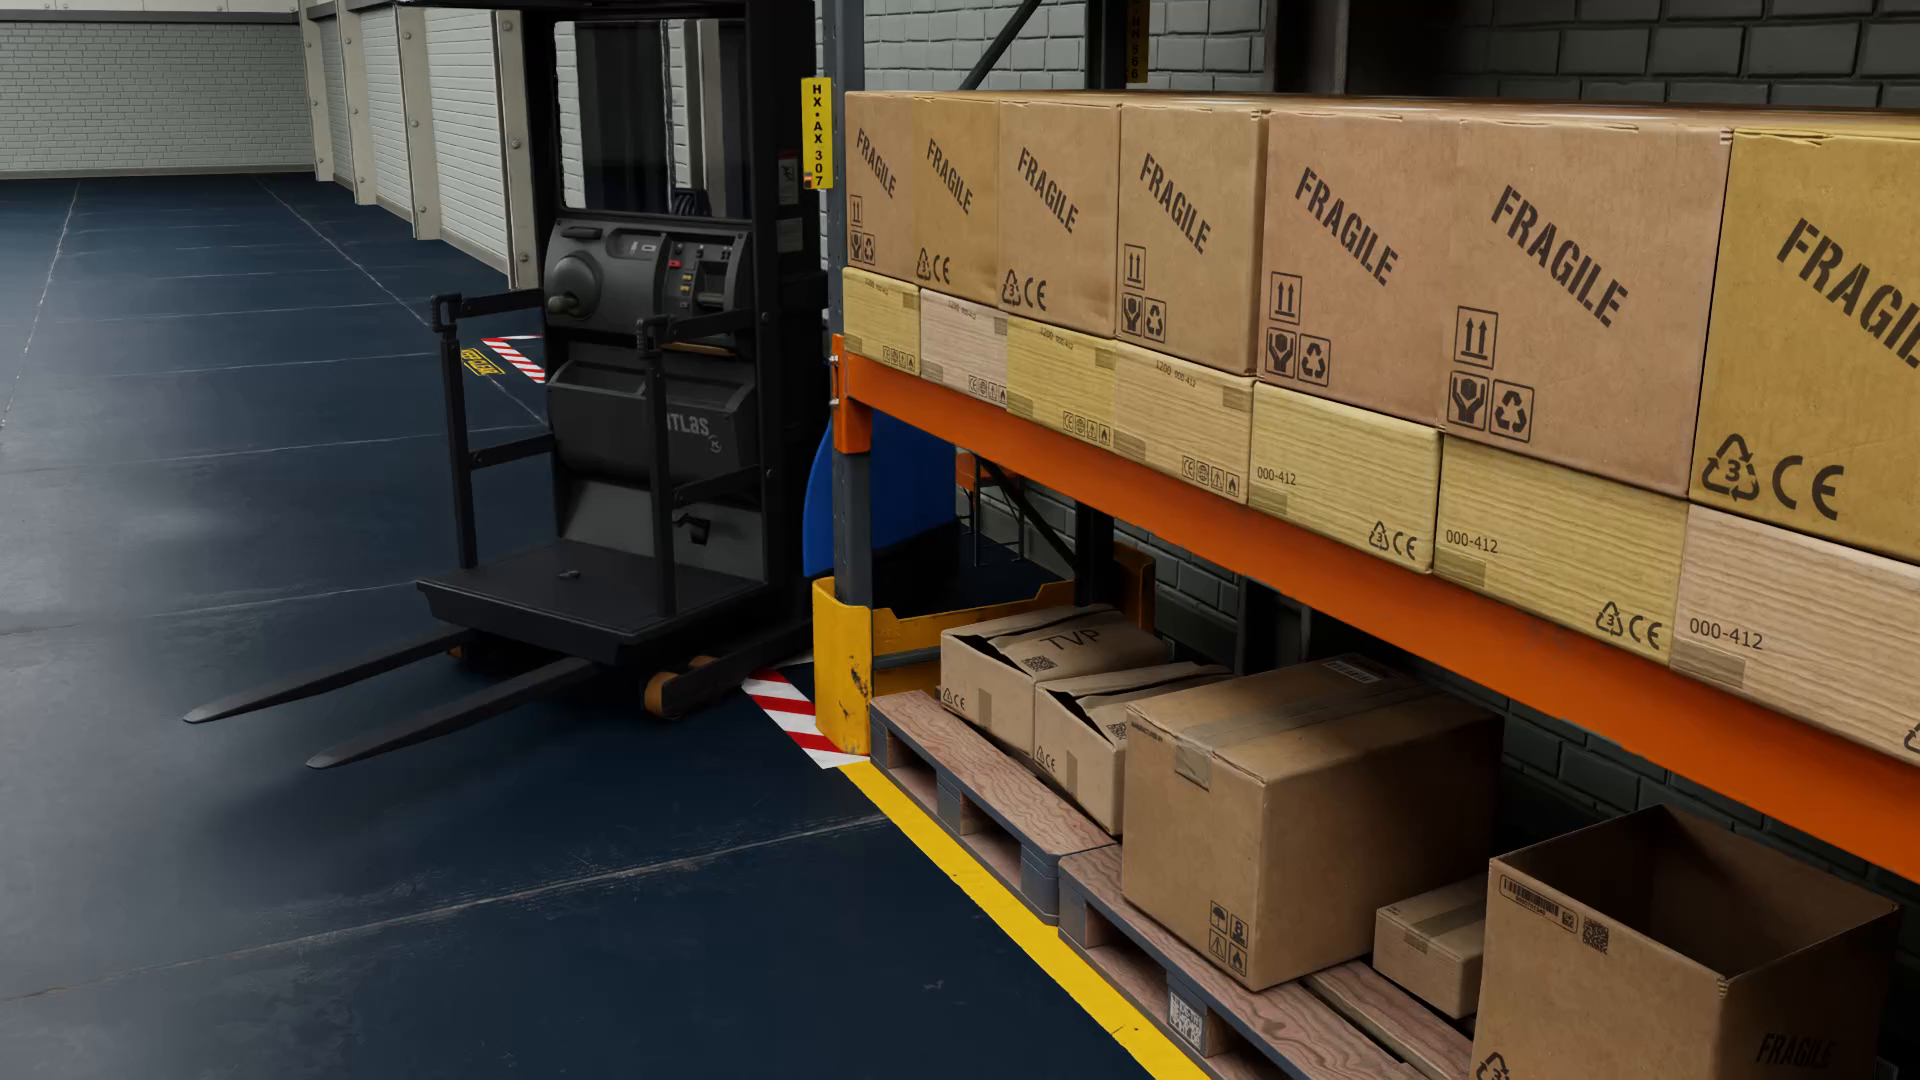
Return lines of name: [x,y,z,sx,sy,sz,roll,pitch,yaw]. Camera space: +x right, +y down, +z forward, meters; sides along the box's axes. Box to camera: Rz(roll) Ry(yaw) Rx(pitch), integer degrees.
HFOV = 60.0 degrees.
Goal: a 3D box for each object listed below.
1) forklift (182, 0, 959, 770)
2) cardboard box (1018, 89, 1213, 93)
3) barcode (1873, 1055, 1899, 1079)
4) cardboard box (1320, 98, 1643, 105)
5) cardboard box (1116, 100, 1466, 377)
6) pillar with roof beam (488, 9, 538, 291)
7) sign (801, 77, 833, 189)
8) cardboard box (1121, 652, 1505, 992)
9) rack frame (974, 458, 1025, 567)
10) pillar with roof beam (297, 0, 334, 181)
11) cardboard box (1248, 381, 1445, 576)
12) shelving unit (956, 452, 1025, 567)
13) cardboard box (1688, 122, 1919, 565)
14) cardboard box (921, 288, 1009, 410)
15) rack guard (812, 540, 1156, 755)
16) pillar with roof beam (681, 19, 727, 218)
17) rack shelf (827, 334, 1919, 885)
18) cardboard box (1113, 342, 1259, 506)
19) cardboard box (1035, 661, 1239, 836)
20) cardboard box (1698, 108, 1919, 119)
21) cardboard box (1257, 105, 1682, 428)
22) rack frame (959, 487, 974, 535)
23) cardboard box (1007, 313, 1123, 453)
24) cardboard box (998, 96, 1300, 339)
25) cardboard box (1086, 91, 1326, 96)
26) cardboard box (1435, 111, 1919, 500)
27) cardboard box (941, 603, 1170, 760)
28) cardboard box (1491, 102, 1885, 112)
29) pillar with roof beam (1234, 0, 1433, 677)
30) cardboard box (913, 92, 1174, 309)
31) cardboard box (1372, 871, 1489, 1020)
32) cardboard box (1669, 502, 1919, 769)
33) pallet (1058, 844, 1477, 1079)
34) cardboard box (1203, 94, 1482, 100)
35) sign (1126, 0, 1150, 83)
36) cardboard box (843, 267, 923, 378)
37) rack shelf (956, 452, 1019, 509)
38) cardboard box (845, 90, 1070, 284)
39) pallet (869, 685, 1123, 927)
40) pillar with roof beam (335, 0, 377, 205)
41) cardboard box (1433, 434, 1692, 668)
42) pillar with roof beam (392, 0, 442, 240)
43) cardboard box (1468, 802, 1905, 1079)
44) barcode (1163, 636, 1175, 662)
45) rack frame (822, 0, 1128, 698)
forklift: [-1.243,-0.947,5.736,1.130,2.935,3.031,11,19,32]
cardboard box: [0.458,-1.083,4.963,0.500,0.500,0.500,-8,18,-26]
barcode: [1.710,0.993,3.093,0.001,0.075,0.075,-8,18,-25]
cardboard box: [1.121,-0.704,3.643,0.500,0.500,0.500,-7,18,-24]
cardboard box: [0.665,-0.640,3.420,0.500,0.500,0.500,-7,17,-23]
pillar with roof beam: [-7.982,-6.146,12.854,9.100,9.000,0.400,-8,18,-25]
sign: [-0.427,-1.227,5.018,0.100,0.325,0.005,-8,18,-25]
cardboard box: [0.809,0.626,3.867,0.700,0.500,0.500,-9,18,-28]
rack frame: [0.175,-0.474,7.228,0.240,1.200,0.015,-8,18,-25]
pillar with roof beam: [-15.868,-10.609,28.407,9.100,9.000,0.400,-8,18,-25]
cardboard box: [0.888,-0.150,3.071,0.500,0.250,0.500,-8,18,-25]
shelving unit: [0.066,-0.534,7.438,0.258,1.200,0.503,-8,18,-25]
cardboard box: [1.328,-0.262,2.102,0.500,0.500,0.500,-8,18,-25]
cardboard box: [0.229,-0.527,4.386,0.500,0.250,0.500,-8,18,-27]
rack guard: [0.094,0.344,5.645,1.175,0.500,0.348,-8,18,-25]
pillar with roof beam: [-5.354,-4.658,7.669,9.100,9.000,0.400,-8,18,-25]
rack shelf: [0.937,-0.034,3.737,1.077,0.370,4.000,-8,18,-25]
cardboard box: [0.666,-0.275,3.505,0.500,0.250,0.500,-7,18,-24]
cardboard box: [0.532,0.529,4.548,0.500,0.311,0.500,-6,17,-20]
cardboard box: [1.571,-0.453,2.767,0.500,0.500,0.500,-8,18,-25]
cardboard box: [0.893,-0.511,2.971,0.500,0.500,0.500,-8,18,-26]
rack frame: [-0.043,-0.595,7.648,0.240,1.200,0.015,-8,18,-25]
cardboard box: [0.447,-0.400,3.943,0.500,0.250,0.500,-8,18,-26]
cardboard box: [0.428,-0.767,3.861,0.500,0.500,0.500,-8,18,-27]
cardboard box: [0.670,-0.957,4.523,0.500,0.500,0.500,-7,18,-24]
cardboard box: [1.104,-0.385,2.531,0.500,0.500,0.500,-8,18,-25]
cardboard box: [0.283,0.387,5.040,0.500,0.311,0.500,-10,19,-31]
cardboard box: [1.358,-0.577,3.200,0.500,0.500,0.500,-7,17,-23]
pillar with roof beam: [-2.725,-3.171,2.485,9.100,9.000,0.400,-8,18,-25]
cardboard box: [0.207,-0.896,4.310,0.500,0.500,0.500,-8,18,-25]
cardboard box: [1.130,0.876,3.633,0.380,0.149,0.250,-9,18,-29]
cardboard box: [1.333,0.097,2.209,0.500,0.250,0.500,-8,18,-25]
pallet: [0.948,0.991,3.915,1.003,0.211,1.213,-8,18,-25]
cardboard box: [0.900,-0.829,4.079,0.500,0.500,0.500,-8,18,-26]
sign: [0.568,-1.647,5.379,0.100,0.325,0.005,-8,18,-25]
cardboard box: [-0.011,-0.654,4.828,0.500,0.250,0.500,-8,18,-27]
rack shelf: [0.066,-0.279,7.511,0.258,0.148,0.480,-8,18,-25]
cardboard box: [-0.001,-1.019,4.741,0.500,0.500,0.500,-8,18,-25]
pallet: [0.418,0.689,4.968,1.003,0.211,1.213,-8,18,-25]
pillar with roof beam: [-13.239,-9.122,23.222,9.100,9.000,0.400,-8,18,-25]
cardboard box: [1.122,-0.027,2.643,0.500,0.250,0.500,-8,18,-25]
pillar with roof beam: [-10.611,-7.634,18.038,9.100,9.000,0.400,-8,18,-25]
cardboard box: [1.322,0.853,3.074,0.500,0.500,0.500,-9,18,-29]
barcode: [0.650,0.339,5.192,0.001,0.075,0.075,-8,18,-25]
rack frame: [0.060,-0.876,5.366,1.000,3.000,0.127,-8,18,-25]
